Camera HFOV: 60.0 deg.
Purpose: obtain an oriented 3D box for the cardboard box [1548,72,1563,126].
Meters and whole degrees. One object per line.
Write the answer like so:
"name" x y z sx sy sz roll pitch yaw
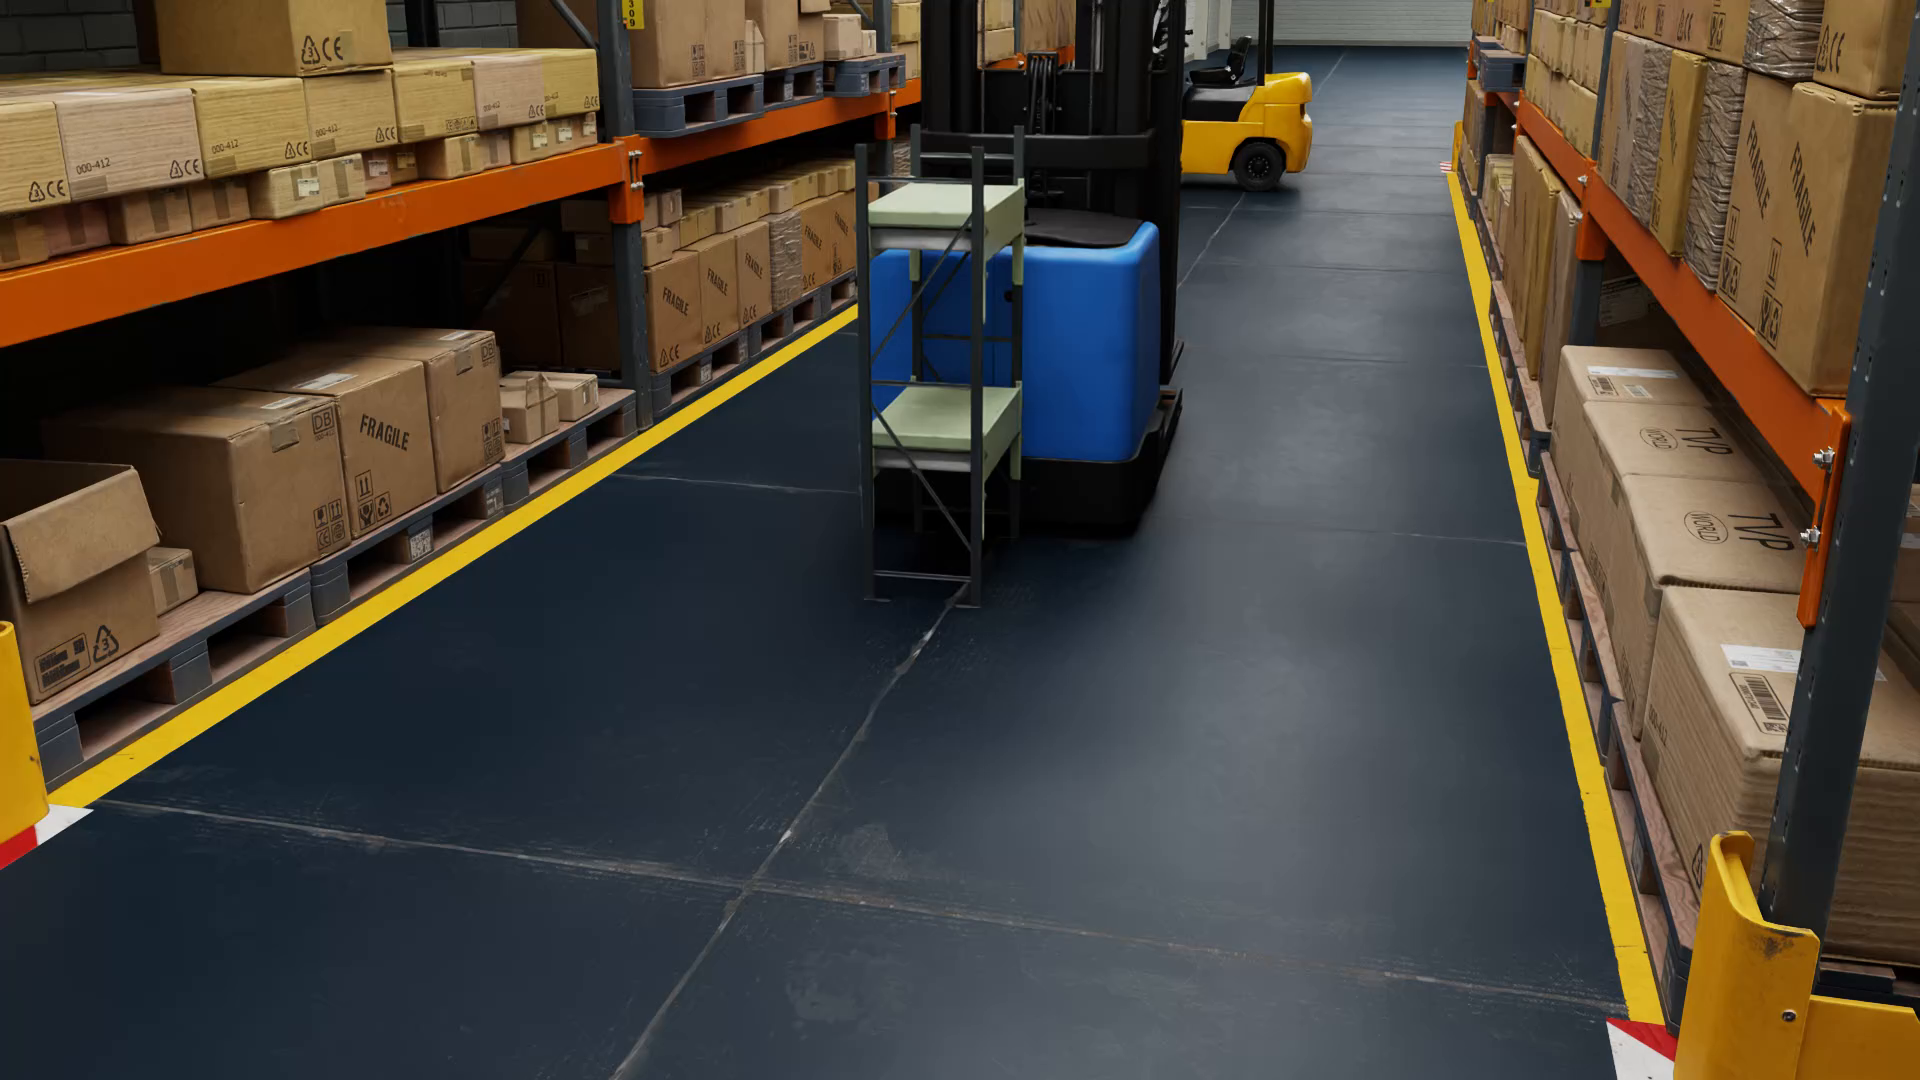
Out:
"cardboard box" 3.145 -2.143 8.054 0.500 0.250 0.500 5 19 13

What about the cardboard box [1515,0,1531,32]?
"cardboard box" 3.709 -3.380 10.179 0.500 0.500 0.500 4 19 12

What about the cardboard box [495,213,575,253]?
"cardboard box" -2.054 -1.510 8.181 0.380 0.149 0.250 5 19 13

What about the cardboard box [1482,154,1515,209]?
"cardboard box" 4.719 -2.873 13.375 0.950 0.372 0.625 5 19 14

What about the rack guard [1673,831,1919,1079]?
"rack guard" 1.907 0.869 2.870 1.175 0.500 0.348 5 19 13

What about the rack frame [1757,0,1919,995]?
"rack frame" 1.910 -0.322 2.489 0.949 2.616 0.053 5 19 13

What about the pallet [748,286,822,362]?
"pallet" -1.466 -1.288 9.632 1.003 0.211 1.213 5 19 13

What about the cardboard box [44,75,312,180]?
"cardboard box" -2.285 -1.220 4.891 0.500 0.250 0.500 4 19 12

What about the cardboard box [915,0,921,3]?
"cardboard box" -0.481 -3.817 11.564 0.380 0.149 0.250 5 20 15

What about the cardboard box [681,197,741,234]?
"cardboard box" -1.383 -1.717 8.787 0.380 0.149 0.250 5 19 13

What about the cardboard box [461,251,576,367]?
"cardboard box" -2.091 -1.159 8.158 0.500 0.500 0.500 5 19 13

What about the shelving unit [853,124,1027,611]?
"shelving unit" -0.050 -0.608 5.647 0.431 1.500 0.755 4 19 11

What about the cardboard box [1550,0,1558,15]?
"cardboard box" 3.257 -2.897 8.327 0.500 0.500 0.500 5 20 15

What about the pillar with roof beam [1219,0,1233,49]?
"pillar with roof beam" 11.468 -17.482 43.448 9.100 9.000 0.400 5 19 13

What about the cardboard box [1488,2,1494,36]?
"cardboard box" 4.712 -4.430 13.901 0.500 0.500 0.500 4 19 12

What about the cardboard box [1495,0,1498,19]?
"cardboard box" 4.331 -4.188 12.544 0.500 0.500 0.500 5 19 14

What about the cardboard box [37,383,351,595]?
"cardboard box" -2.413 -0.177 5.283 0.700 0.500 0.500 5 20 16

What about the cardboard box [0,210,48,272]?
"cardboard box" -2.537 -0.758 4.155 0.380 0.149 0.250 5 20 15

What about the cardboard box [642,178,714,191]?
"cardboard box" -1.640 -1.994 9.599 0.380 0.149 0.250 5 19 14

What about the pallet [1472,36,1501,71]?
"pallet" 4.517 -3.764 12.863 1.003 0.211 1.213 5 19 13

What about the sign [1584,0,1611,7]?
"sign" 2.362 -2.125 6.101 0.100 0.325 0.005 5 19 13

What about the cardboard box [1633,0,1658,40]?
"cardboard box" 2.410 -1.808 5.138 0.500 0.500 0.500 4 19 13

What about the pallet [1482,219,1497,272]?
"pallet" 4.360 -2.135 12.113 1.003 0.211 1.213 5 19 13

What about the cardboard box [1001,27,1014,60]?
"cardboard box" 0.161 -4.224 14.145 0.500 0.250 0.500 5 20 15

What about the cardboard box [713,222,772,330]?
"cardboard box" -1.341 -1.439 8.979 0.500 0.500 0.500 4 19 12

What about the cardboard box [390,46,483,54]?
"cardboard box" -2.307 -1.902 6.887 0.500 0.250 0.500 4 19 13

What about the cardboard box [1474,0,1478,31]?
"cardboard box" 5.314 -5.235 16.260 0.500 0.500 0.500 5 20 15

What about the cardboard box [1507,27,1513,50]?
"cardboard box" 3.802 -3.281 10.891 0.380 0.149 0.250 4 19 11

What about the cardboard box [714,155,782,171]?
"cardboard box" -1.376 -2.404 10.798 0.380 0.149 0.250 6 20 16

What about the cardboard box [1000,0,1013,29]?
"cardboard box" 0.159 -4.465 14.078 0.500 0.250 0.500 4 19 12

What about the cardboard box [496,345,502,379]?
"cardboard box" -2.314 -0.704 7.118 0.500 0.311 0.500 5 20 15

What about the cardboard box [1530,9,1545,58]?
"cardboard box" 3.504 -2.855 9.365 0.500 0.250 0.500 5 19 13

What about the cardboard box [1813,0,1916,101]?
"cardboard box" 1.800 -1.012 2.808 0.500 0.500 0.500 5 20 15

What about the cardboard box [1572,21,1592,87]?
"cardboard box" 2.877 -2.055 7.023 0.500 0.250 0.500 5 20 15

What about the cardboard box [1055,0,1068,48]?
"cardboard box" 0.770 -5.119 16.378 0.500 0.500 0.500 5 19 14

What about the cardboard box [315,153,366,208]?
"cardboard box" -2.147 -1.159 5.328 0.380 0.149 0.250 5 20 15

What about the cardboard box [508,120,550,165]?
"cardboard box" -1.839 -1.561 6.505 0.380 0.149 0.250 5 20 15

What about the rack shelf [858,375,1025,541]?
"rack shelf" -0.050 -0.299 5.752 0.431 0.370 0.720 4 19 11

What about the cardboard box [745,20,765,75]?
"cardboard box" -1.212 -2.506 8.443 0.396 0.266 0.258 6 20 16

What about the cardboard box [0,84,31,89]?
"cardboard box" -2.919 -1.109 4.565 0.500 0.250 0.500 5 19 14

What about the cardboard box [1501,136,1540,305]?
"cardboard box" 3.618 -1.812 9.490 0.875 0.875 0.875 4 19 13

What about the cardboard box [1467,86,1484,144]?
"cardboard box" 5.098 -4.030 15.788 0.500 0.500 0.500 5 19 14

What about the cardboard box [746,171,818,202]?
"cardboard box" -1.074 -2.122 9.972 0.380 0.149 0.250 5 20 15

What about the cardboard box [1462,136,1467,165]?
"cardboard box" 5.225 -3.844 16.404 0.500 0.250 0.500 5 20 15

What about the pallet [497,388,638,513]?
"pallet" -2.093 -0.431 7.124 1.003 0.211 1.213 5 19 13

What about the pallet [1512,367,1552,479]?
"pallet" 3.006 -0.503 7.335 1.003 0.211 1.213 5 19 13

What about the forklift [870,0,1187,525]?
"forklift" 0.429 -1.881 7.160 1.130 2.935 3.031 4 19 11

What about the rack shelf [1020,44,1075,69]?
"rack shelf" 0.519 -4.760 16.596 1.077 0.370 4.000 5 19 13

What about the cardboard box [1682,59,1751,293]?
"cardboard box" 2.028 -0.859 3.907 0.500 0.500 0.500 5 20 15

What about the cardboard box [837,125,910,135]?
"cardboard box" -0.465 -2.906 13.078 0.875 0.625 0.625 4 19 11

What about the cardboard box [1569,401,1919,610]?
"cardboard box" 2.415 -0.093 5.132 0.875 0.438 0.875 4 19 12

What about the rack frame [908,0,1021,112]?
"rack frame" 0.031 -4.474 14.644 1.000 3.000 0.127 5 19 13
